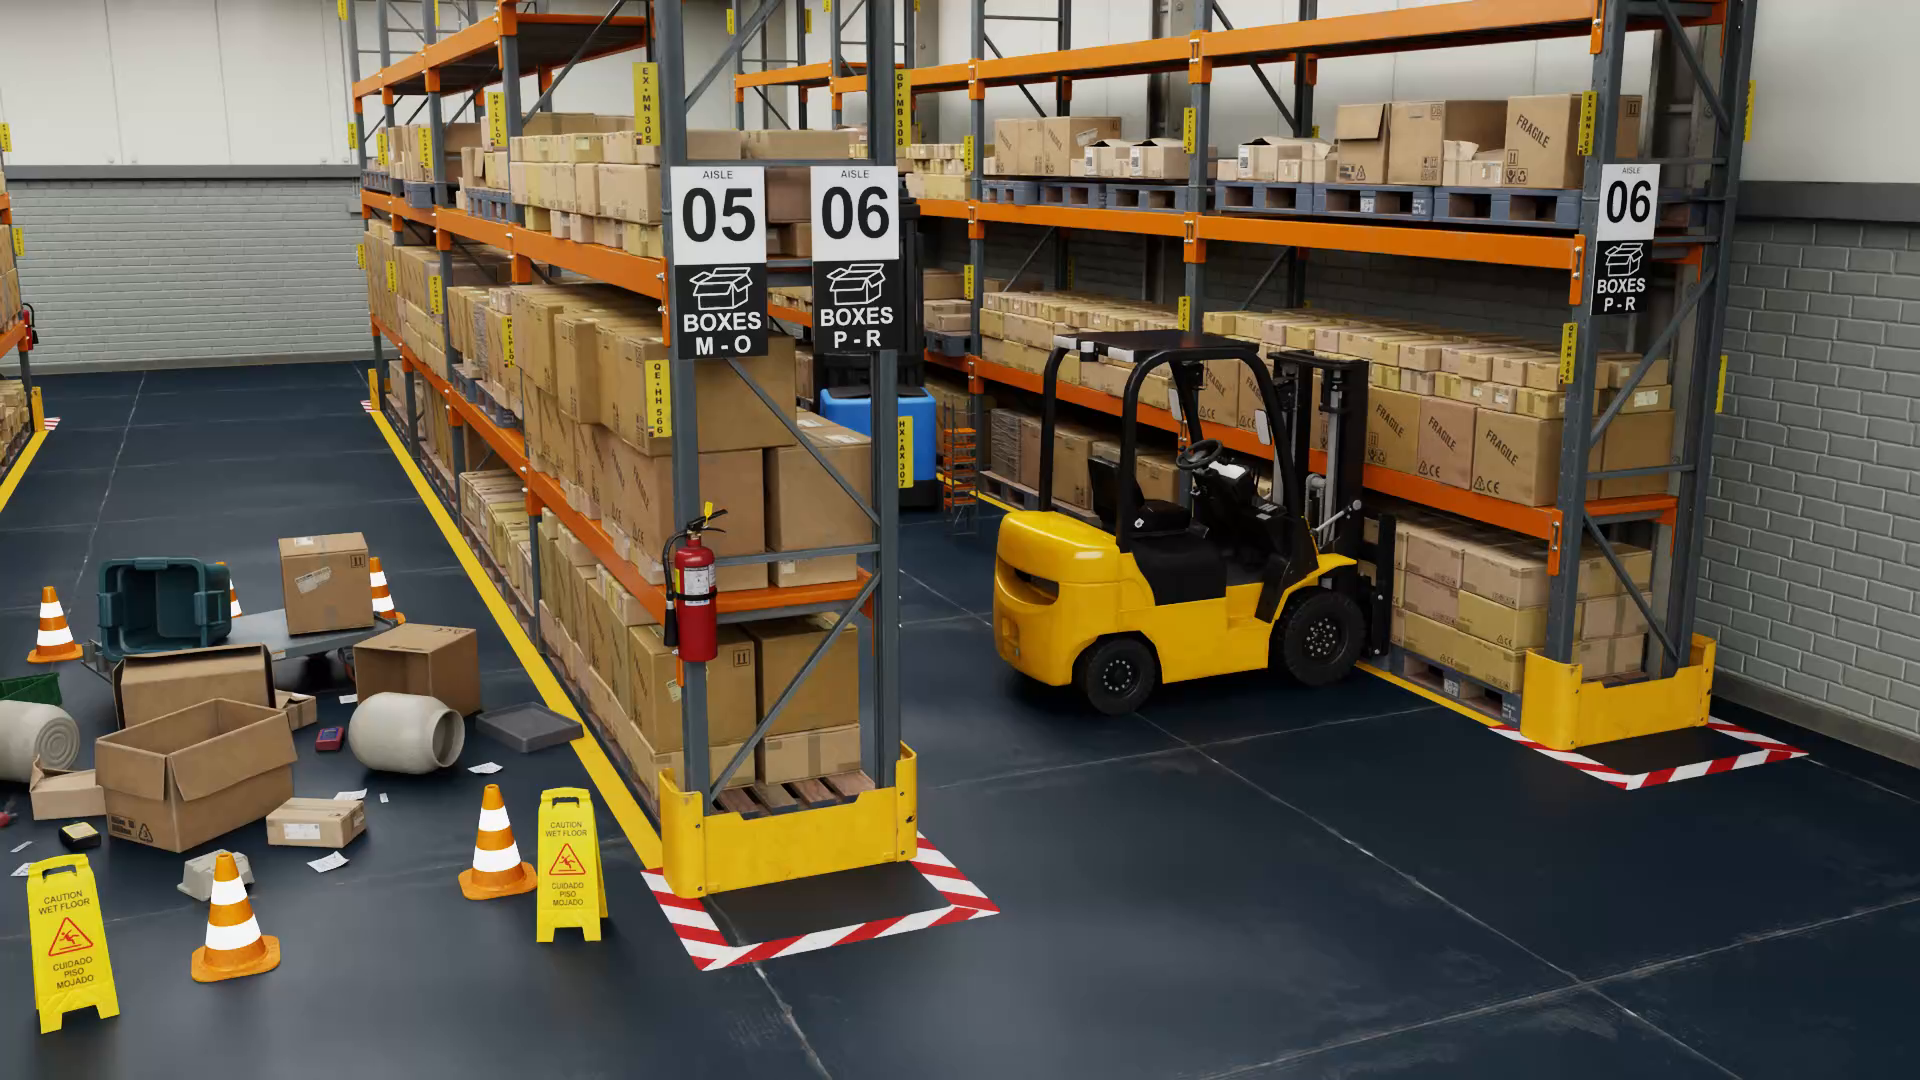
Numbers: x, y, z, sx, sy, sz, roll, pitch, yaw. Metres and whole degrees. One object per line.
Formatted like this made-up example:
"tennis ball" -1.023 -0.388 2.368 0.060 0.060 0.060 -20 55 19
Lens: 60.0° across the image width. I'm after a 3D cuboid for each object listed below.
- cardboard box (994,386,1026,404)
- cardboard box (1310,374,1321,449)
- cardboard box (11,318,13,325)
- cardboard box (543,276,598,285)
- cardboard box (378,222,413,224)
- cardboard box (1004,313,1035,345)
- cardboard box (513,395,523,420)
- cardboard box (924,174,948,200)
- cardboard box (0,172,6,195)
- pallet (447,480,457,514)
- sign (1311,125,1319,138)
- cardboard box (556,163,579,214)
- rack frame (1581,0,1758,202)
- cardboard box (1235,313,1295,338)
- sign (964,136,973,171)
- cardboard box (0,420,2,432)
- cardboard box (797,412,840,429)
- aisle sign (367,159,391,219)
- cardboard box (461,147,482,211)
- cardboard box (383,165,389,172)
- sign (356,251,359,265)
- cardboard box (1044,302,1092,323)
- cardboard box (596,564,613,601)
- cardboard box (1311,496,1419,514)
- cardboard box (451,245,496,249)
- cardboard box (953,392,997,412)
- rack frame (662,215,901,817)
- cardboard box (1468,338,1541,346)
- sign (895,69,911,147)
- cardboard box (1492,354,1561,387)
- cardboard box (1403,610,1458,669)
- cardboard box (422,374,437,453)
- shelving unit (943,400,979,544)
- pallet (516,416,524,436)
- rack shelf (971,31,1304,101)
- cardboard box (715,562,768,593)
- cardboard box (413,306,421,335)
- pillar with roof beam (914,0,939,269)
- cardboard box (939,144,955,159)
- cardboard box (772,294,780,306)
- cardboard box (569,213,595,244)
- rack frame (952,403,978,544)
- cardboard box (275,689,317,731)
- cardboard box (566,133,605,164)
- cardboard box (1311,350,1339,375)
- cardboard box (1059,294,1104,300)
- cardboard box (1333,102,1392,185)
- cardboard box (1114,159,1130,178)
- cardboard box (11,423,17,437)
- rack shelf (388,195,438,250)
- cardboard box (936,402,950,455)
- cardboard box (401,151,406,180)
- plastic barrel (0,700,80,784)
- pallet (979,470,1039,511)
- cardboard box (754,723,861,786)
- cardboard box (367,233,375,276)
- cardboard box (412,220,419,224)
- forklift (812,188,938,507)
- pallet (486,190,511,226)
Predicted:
"cardboard box" 0.580 -1.523 17.471 0.380 0.149 0.250 -5 14 -21
"cardboard box" 2.554 -0.923 11.484 0.500 0.500 0.500 -6 14 -24
"cardboard box" -11.206 -2.543 19.264 0.380 0.149 0.250 -6 14 -23
"cardboard box" -3.048 -1.979 13.018 0.380 0.149 0.250 -6 14 -26
"cardboard box" -6.833 -3.770 20.129 0.380 0.149 0.250 -5 14 -22
"cardboard box" 0.738 -1.980 15.496 0.500 0.250 0.500 -5 14 -21
"cardboard box" -2.818 -0.915 11.296 0.380 0.149 0.250 -5 14 -22
"cardboard box" -0.045 -3.603 16.965 0.500 0.250 0.500 -6 14 -23
"cardboard box" -11.237 -4.081 19.029 0.500 0.250 0.500 -6 14 -24
"pallet" -4.208 -0.389 15.582 1.003 0.211 1.213 -6 14 -23
"sign" 2.695 -3.003 12.716 0.100 0.325 0.005 -6 14 -23
"cardboard box" -1.826 -1.854 8.750 0.500 0.250 0.500 -5 14 -22
"rack frame" 3.790 -3.297 8.657 1.000 3.000 0.127 -6 14 -23
"cardboard box" 2.247 -1.573 12.194 0.380 0.149 0.250 -5 14 -22
"sign" 0.087 -3.691 15.868 0.100 0.325 0.005 -6 14 -23
"cardboard box" -10.419 -1.207 17.663 0.380 0.149 0.250 -5 14 -20
"cardboard box" -0.903 -0.348 8.340 0.500 0.500 0.500 -5 14 -21
"aisle sign" -7.461 -4.486 21.333 0.394 0.787 0.004 -6 14 -23
"cardboard box" -3.591 -2.891 13.335 0.700 0.500 0.500 -6 14 -23
"cardboard box" -6.113 -4.156 18.168 0.396 0.266 0.258 -5 14 -21
"sign" -9.515 -4.533 26.705 0.327 0.218 0.001 -6 14 -23
"cardboard box" 0.969 -2.033 14.843 0.380 0.149 0.250 -5 14 -22
"cardboard box" -1.727 0.210 8.874 0.380 0.149 0.250 -5 14 -21
"cardboard box" 2.702 -0.107 11.128 0.500 0.250 0.500 -6 14 -24
"cardboard box" -5.155 -2.870 17.680 0.500 0.500 0.500 -5 14 -21
"cardboard box" 0.155 -1.409 16.978 0.380 0.149 0.250 -6 14 -26
"rack frame" -0.757 0.075 7.393 1.000 3.000 0.127 -6 14 -23
"cardboard box" 3.444 -1.187 10.527 0.380 0.149 0.250 -5 14 -21
"sign" -0.260 -1.861 7.168 0.100 0.325 0.005 -6 14 -23
"cardboard box" 3.326 -0.987 9.661 0.380 0.149 0.250 -6 14 -23
"cardboard box" 3.121 0.589 10.340 0.500 0.250 0.500 -6 14 -23
"cardboard box" -5.242 -1.453 17.775 0.875 0.875 0.875 -5 14 -21
"shelving unit" 0.006 -0.582 14.222 0.258 1.200 0.189 -6 14 -23
"pallet" -2.532 -0.829 11.724 1.003 0.211 1.213 -6 14 -23
"rack shelf" 1.386 -3.991 14.139 1.077 0.370 4.000 -6 14 -23
"cardboard box" -1.103 0.140 7.671 0.380 0.149 0.250 -5 14 -21
"cardboard box" -5.029 -2.142 16.196 0.500 0.250 0.500 -6 14 -25
"pillar with roof beam" -4.415 -5.612 18.662 9.100 9.000 0.400 -6 14 -23
"cardboard box" 0.015 -3.913 16.760 0.380 0.149 0.250 -6 14 -25
"cardboard box" -2.269 -3.194 22.074 0.380 0.149 0.250 -6 14 -25
"cardboard box" -1.812 -1.626 8.646 0.380 0.149 0.250 -6 14 -24
"rack frame" 0.042 -0.563 14.140 0.240 1.200 0.006 -6 14 -23
"cardboard box" -3.999 0.943 9.707 0.396 0.266 0.258 6 14 26
"cardboard box" -1.808 -2.009 8.535 0.380 0.149 0.250 -5 14 -22
"cardboard box" 2.560 -1.208 11.278 0.380 0.149 0.250 -6 14 -25
"cardboard box" 1.156 -2.240 15.734 0.380 0.149 0.250 -6 14 -23
"cardboard box" 2.871 -2.553 10.715 0.797 0.503 0.637 -5 14 -21
"cardboard box" 1.469 -2.992 13.398 0.380 0.149 0.250 -6 14 -23
"cardboard box" -10.675 -1.227 18.409 0.380 0.149 0.250 -5 14 -22
"rack shelf" -4.763 -3.102 16.062 1.077 0.370 4.000 -6 14 -23
"cardboard box" 0.028 -1.186 17.453 0.500 0.500 0.500 -6 14 -24
"cardboard box" -5.153 -3.595 15.967 0.396 0.266 0.258 -4 14 -18
"plastic barrel" -4.994 1.068 8.818 0.512 0.421 0.421 4 14 16
"pallet" 0.879 -0.495 16.039 1.003 0.211 1.213 -6 14 -23
"cardboard box" -0.827 1.019 8.483 0.500 0.250 0.500 -6 14 -23
"cardboard box" -7.021 -3.535 20.553 0.500 0.500 0.500 -6 14 -24
"cardboard box" -6.715 -3.976 21.019 0.380 0.149 0.250 -5 14 -22
"forklift" -0.934 -1.999 16.505 1.130 2.935 3.031 -2 13 -8
"pallet" -2.509 -2.258 11.239 1.213 0.211 1.003 -6 14 -23
